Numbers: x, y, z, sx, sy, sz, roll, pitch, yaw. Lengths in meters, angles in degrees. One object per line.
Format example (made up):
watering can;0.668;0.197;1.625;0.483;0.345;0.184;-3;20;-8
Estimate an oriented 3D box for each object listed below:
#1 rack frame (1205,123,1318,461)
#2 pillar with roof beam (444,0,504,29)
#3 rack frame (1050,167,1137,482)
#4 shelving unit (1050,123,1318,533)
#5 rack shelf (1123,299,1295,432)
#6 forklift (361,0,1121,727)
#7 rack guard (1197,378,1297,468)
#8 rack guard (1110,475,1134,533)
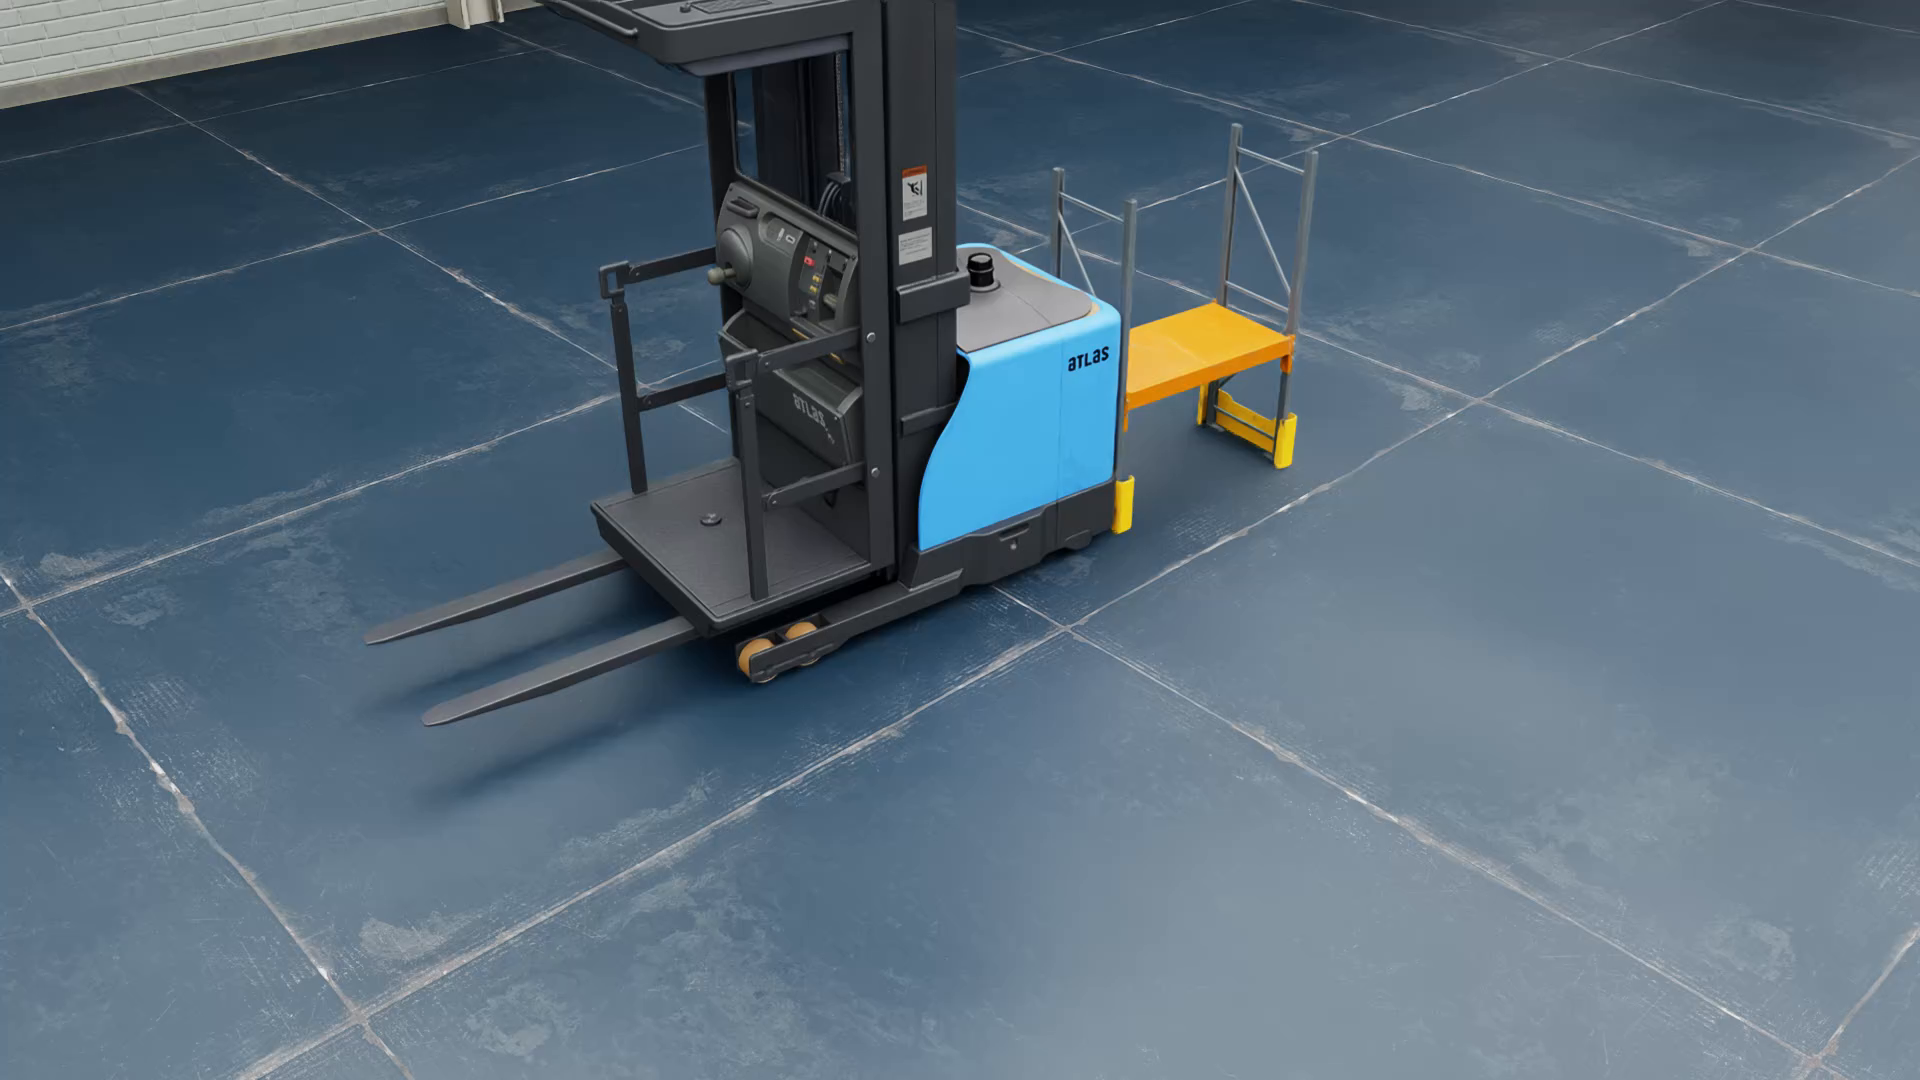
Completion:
rack frame;1.366;-1.109;7.626;0.032;1.500;0.500;-21;37;-30
pillar with roof beam;-1.373;-6.797;9.739;0.400;9.000;9.100;-26;40;-35
rack frame;0.542;-0.798;7.118;0.032;1.500;0.500;-21;37;-30
shelving unit;0.961;-0.956;7.376;1.083;1.500;0.587;-21;37;-30
rack shelf;0.954;-0.800;7.466;1.000;0.185;0.538;-21;37;-30
forklift;-0.823;-1.018;6.105;3.031;2.935;1.130;-21;37;-30
rack guard;1.365;-0.575;7.951;0.087;0.250;0.587;-21;37;-30
rack guard;0.558;-0.271;7.453;0.087;0.250;0.587;-21;37;-30
